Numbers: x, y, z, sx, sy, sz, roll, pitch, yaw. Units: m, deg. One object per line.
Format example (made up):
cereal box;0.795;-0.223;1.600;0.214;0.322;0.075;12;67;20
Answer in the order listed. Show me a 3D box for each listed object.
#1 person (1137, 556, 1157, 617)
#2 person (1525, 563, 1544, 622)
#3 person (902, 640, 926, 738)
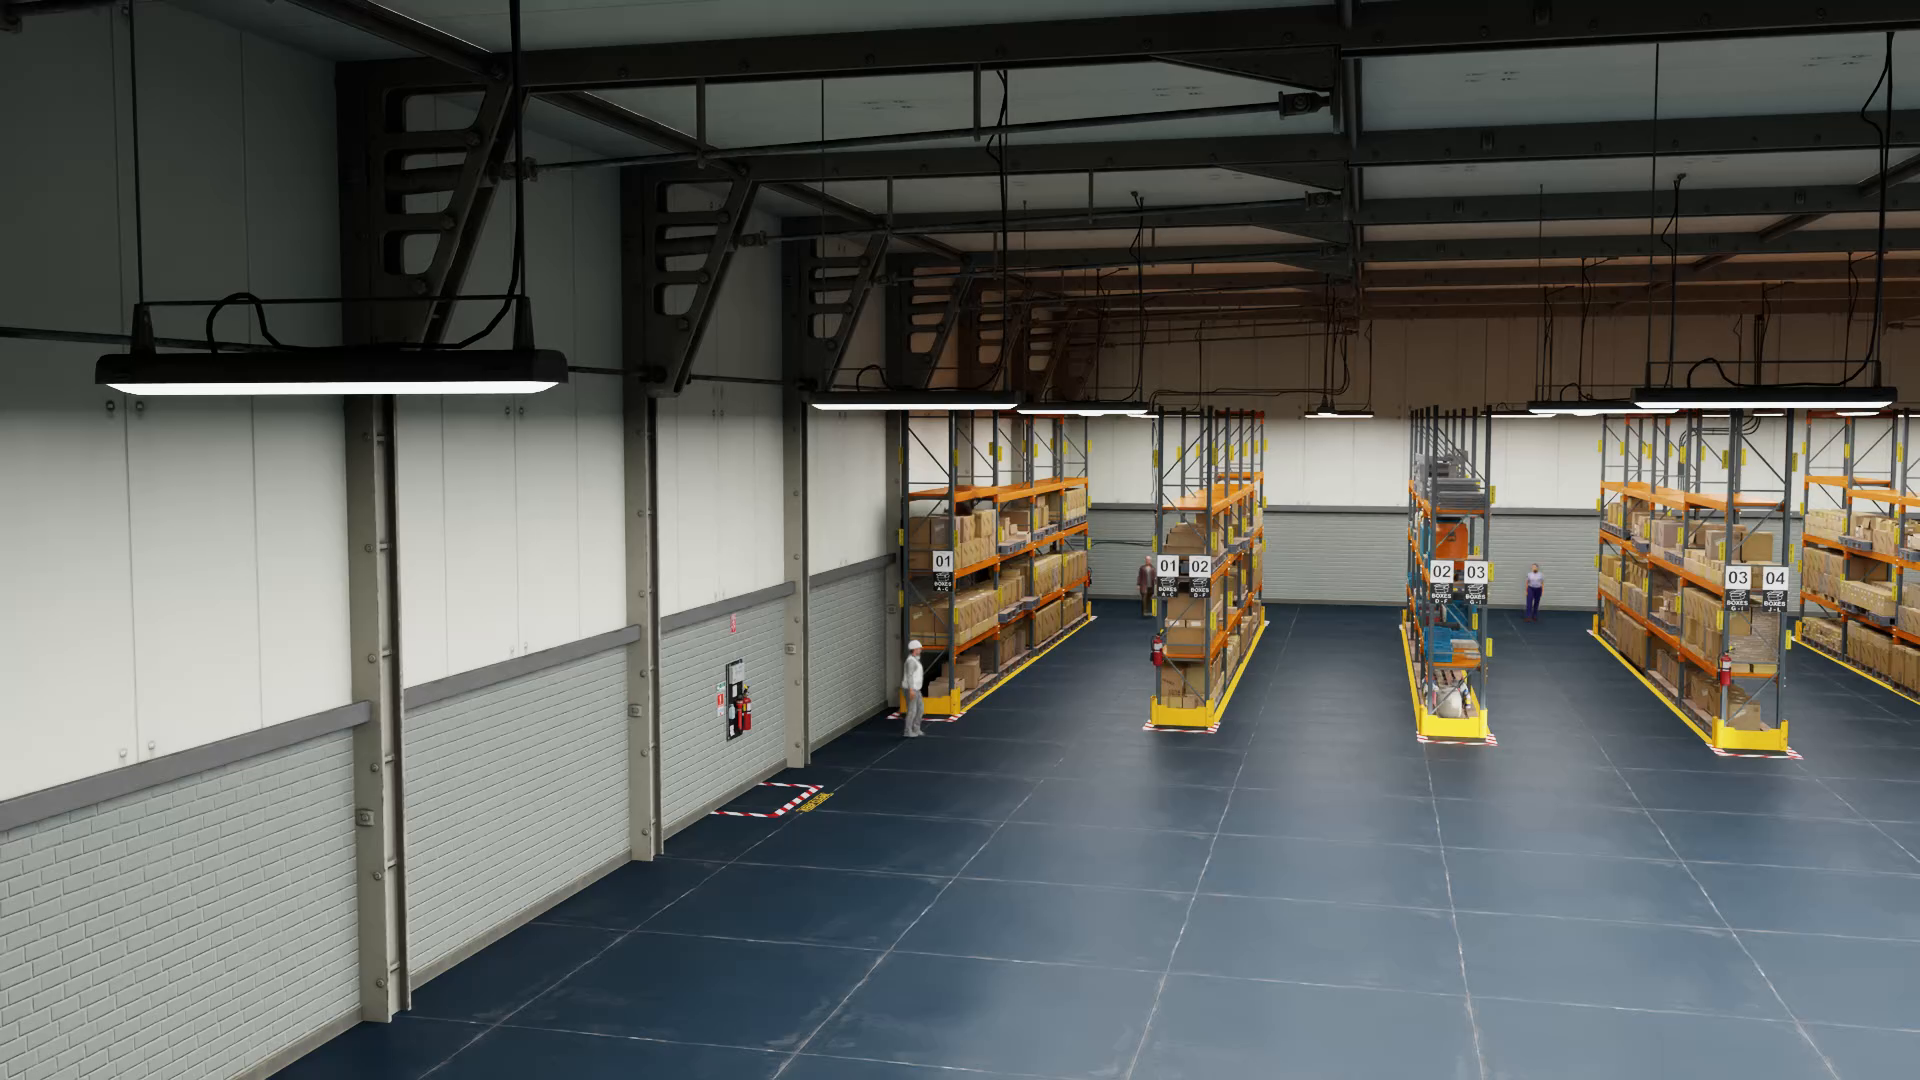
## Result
person;5.526;1.370;48.484;0.620;1.779;0.697;-1;4;-16
person;16.431;1.498;47.495;0.506;1.661;0.544;0;4;3
person;-0.849;2.701;30.082;0.407;1.791;0.638;1;4;10
